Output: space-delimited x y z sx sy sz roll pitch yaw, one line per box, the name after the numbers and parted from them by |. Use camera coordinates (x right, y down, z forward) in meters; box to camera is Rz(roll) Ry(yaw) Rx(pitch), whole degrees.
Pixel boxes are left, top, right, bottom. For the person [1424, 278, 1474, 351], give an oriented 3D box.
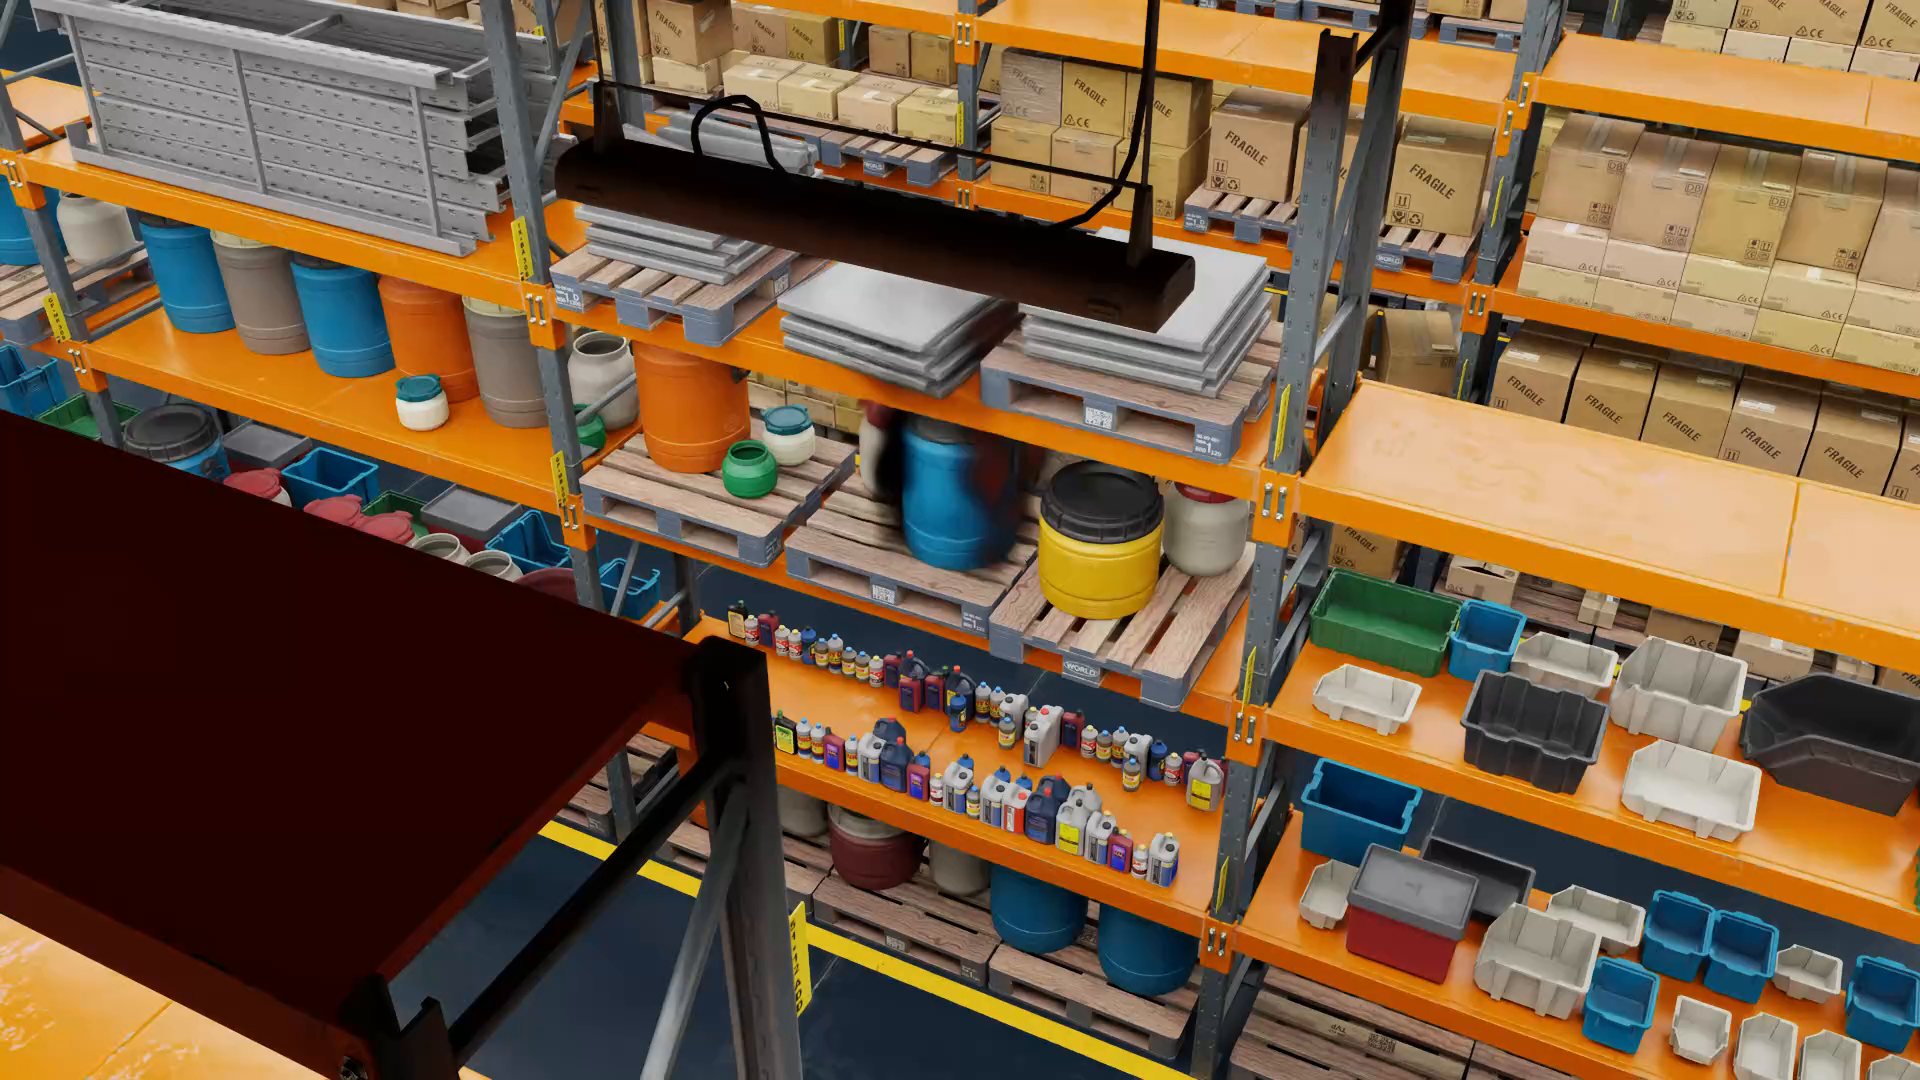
4.339 -1.847 14.966 0.696 1.770 0.595 -8 36 -11 | person
